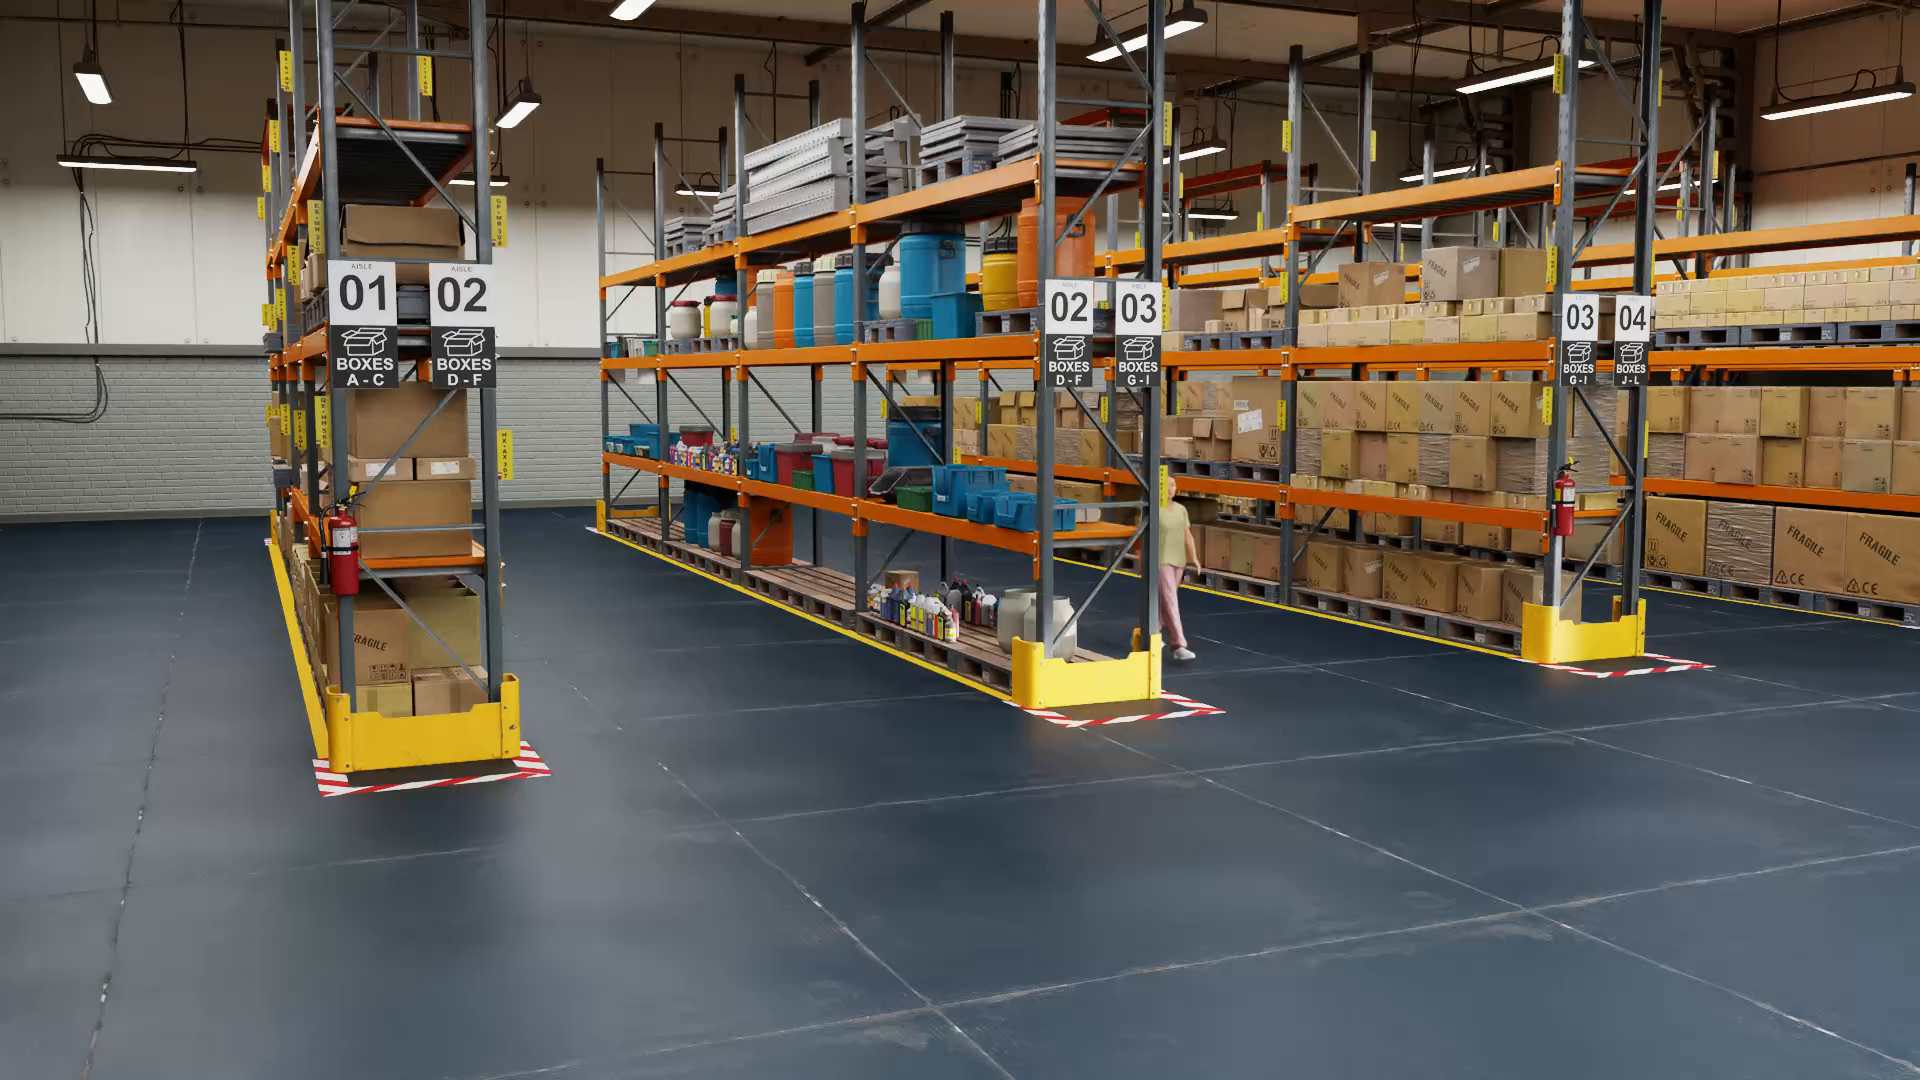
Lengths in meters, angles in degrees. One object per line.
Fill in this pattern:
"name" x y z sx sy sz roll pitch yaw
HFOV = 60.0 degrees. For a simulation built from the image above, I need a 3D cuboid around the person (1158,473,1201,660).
"person" 1.882 0.210 14.697 0.453 1.609 1.024 -3 6 -25
